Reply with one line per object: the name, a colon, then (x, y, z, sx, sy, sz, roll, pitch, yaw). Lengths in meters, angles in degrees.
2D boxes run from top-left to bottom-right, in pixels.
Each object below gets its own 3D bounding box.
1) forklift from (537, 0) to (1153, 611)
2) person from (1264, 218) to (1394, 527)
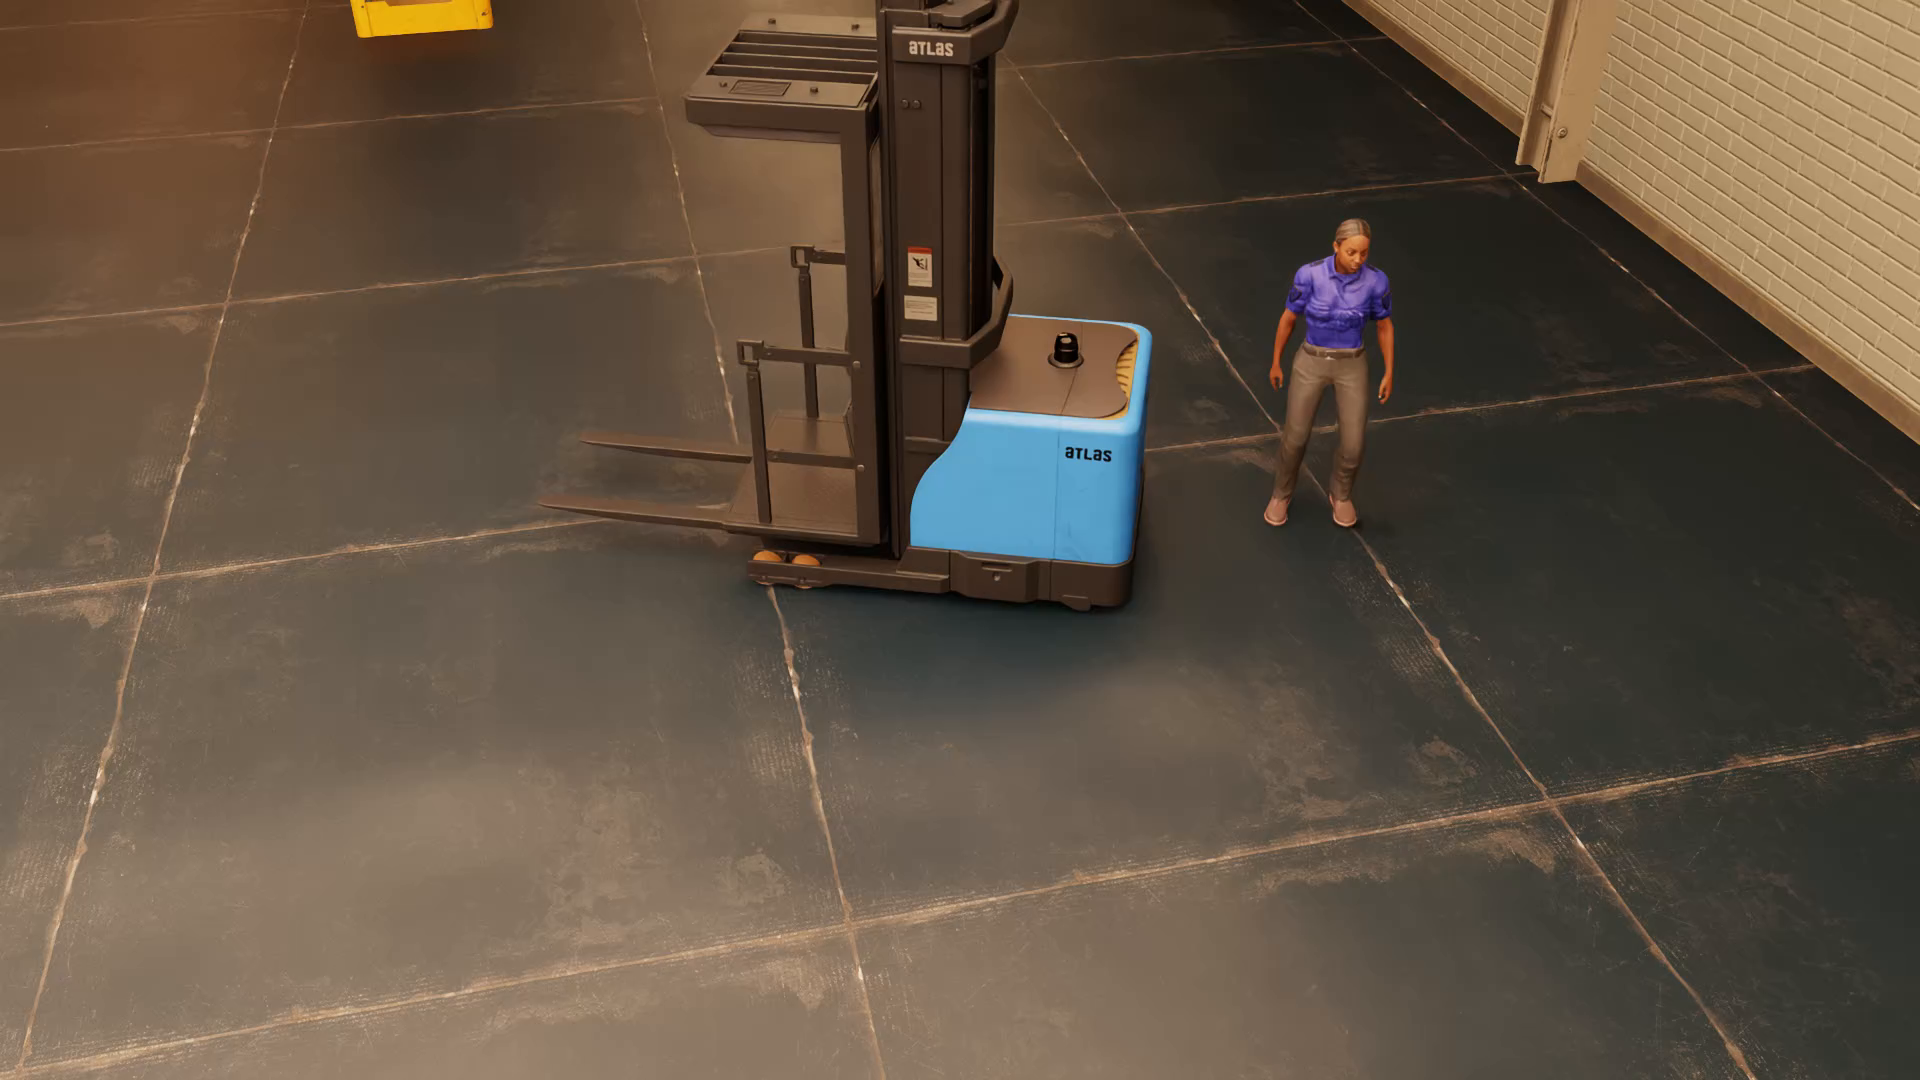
forklift: (-0.602, -1.247, 7.783, 3.031, 2.935, 1.130, 5, 36, 7)
person: (1.856, -0.827, 8.296, 0.603, 1.653, 0.376, 4, 36, 6)
